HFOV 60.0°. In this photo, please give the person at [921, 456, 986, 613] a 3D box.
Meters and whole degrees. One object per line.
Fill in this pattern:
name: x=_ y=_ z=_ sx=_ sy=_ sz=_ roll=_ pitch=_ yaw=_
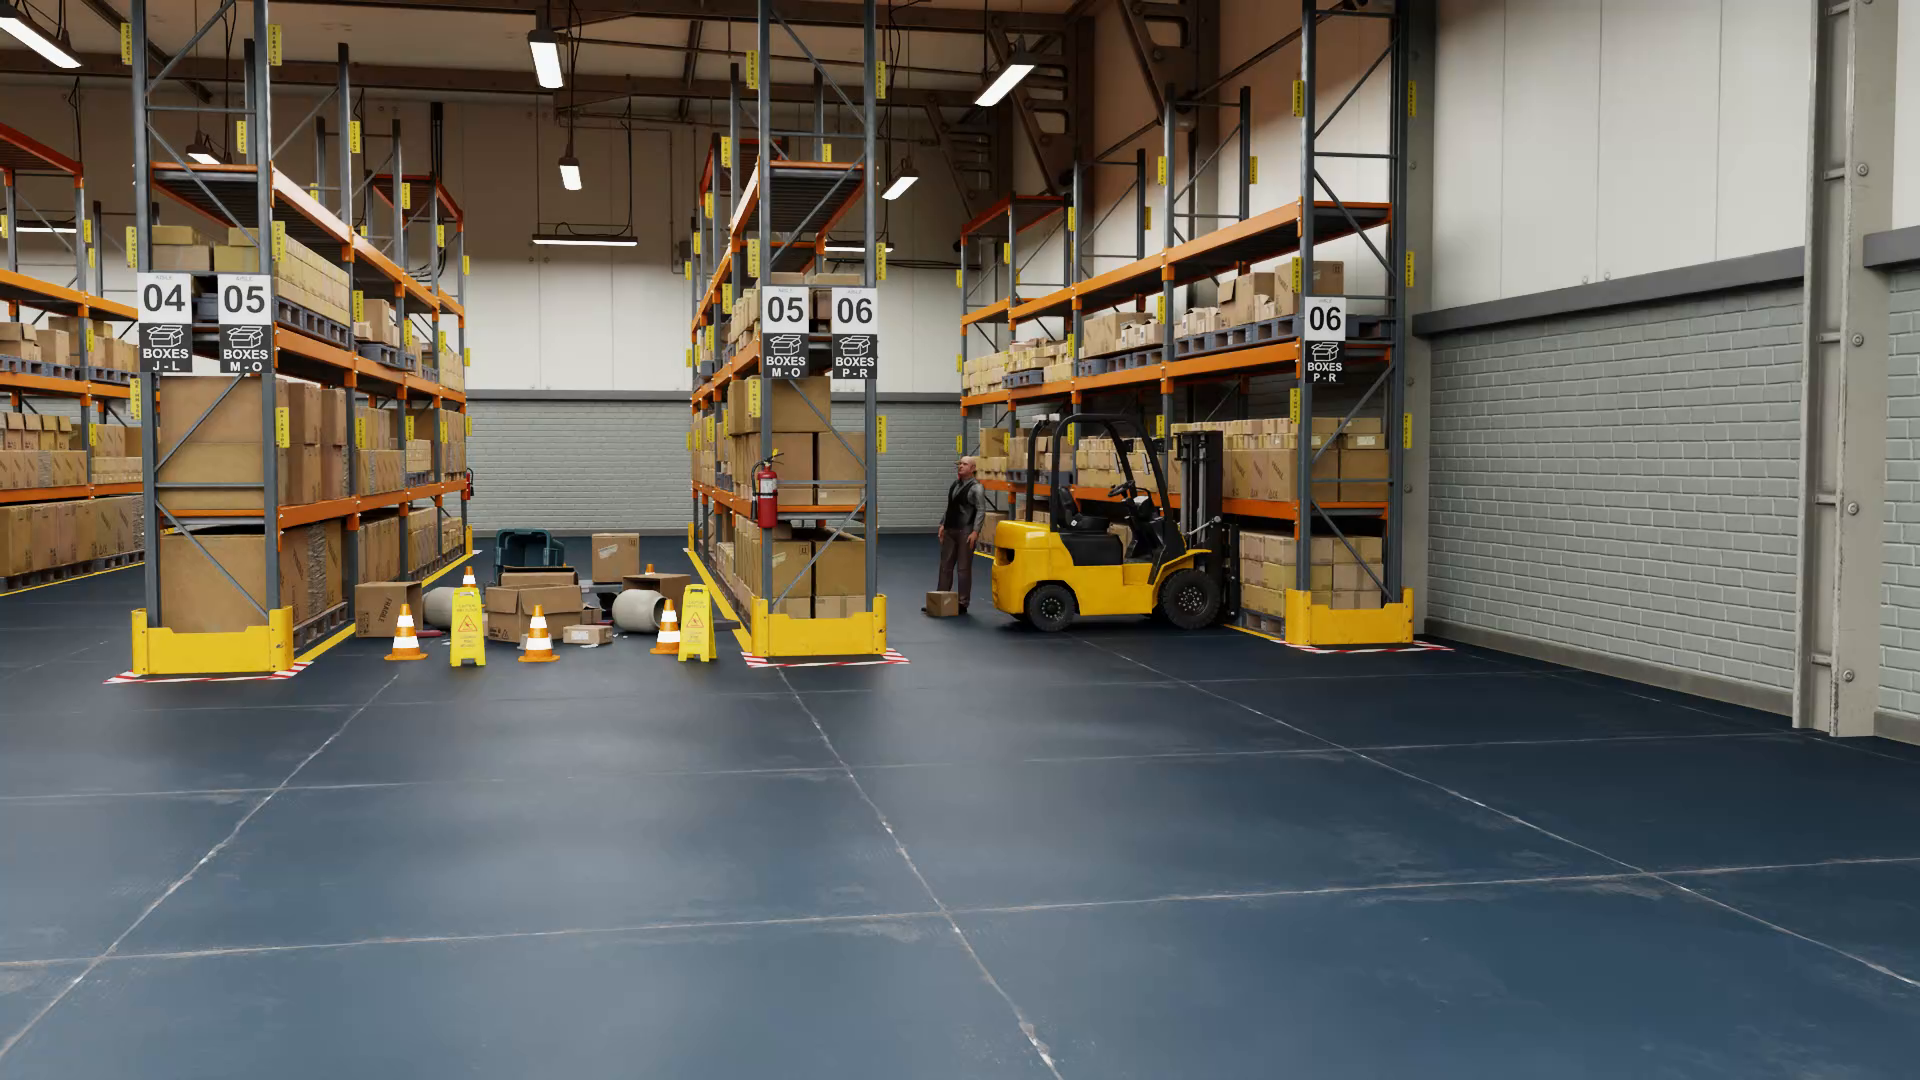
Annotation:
person: x=-0.041 y=-0.057 z=18.262 sx=0.568 sy=1.720 sz=0.631 roll=-3 pitch=4 yaw=-40
